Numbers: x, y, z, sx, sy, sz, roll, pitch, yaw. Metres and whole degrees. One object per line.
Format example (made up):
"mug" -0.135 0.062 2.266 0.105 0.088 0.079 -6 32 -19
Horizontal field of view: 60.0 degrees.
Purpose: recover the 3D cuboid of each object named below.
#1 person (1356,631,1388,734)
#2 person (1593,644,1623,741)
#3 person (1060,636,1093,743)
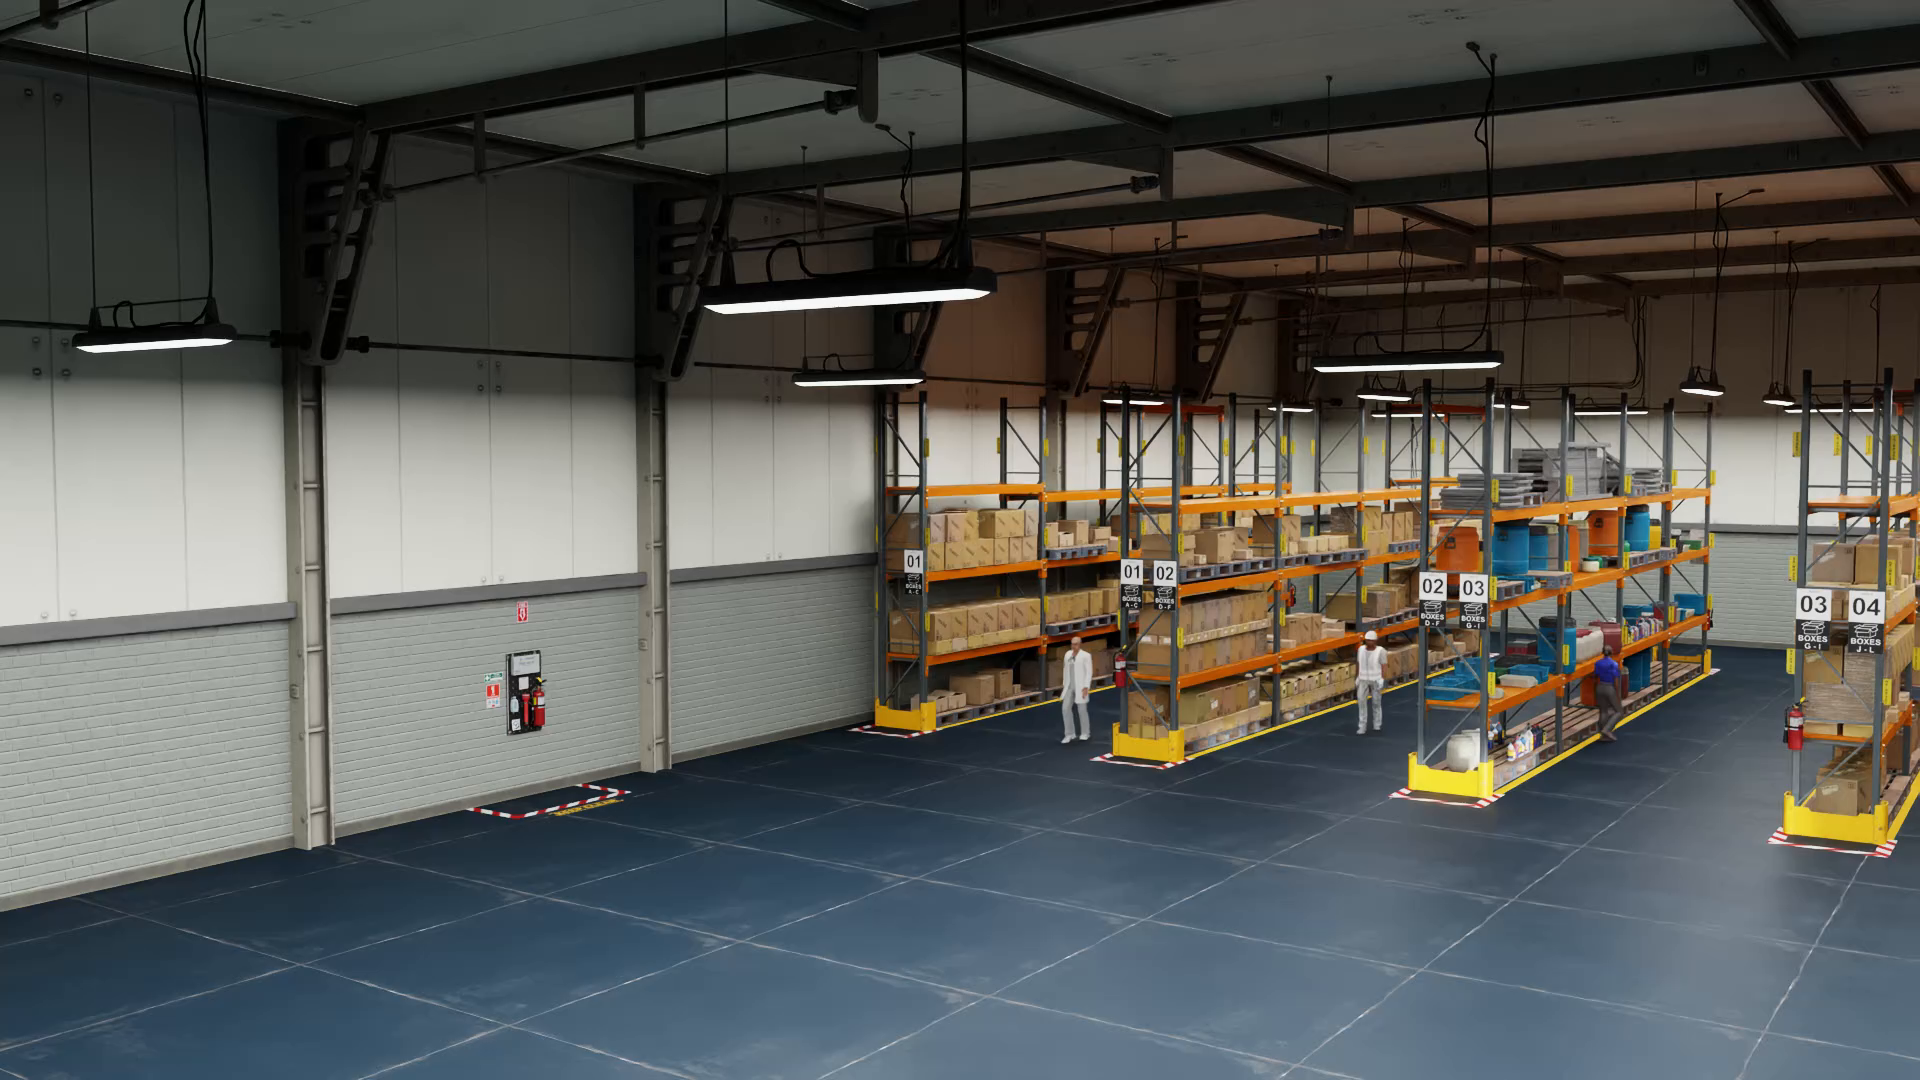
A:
"person" 7.226 2.501 29.251 0.591 1.819 0.601 2 4 31
"person" 11.000 2.609 28.293 0.484 1.656 0.510 -3 4 -40
"person" 1.992 2.565 28.369 0.645 1.848 0.618 2 4 37
